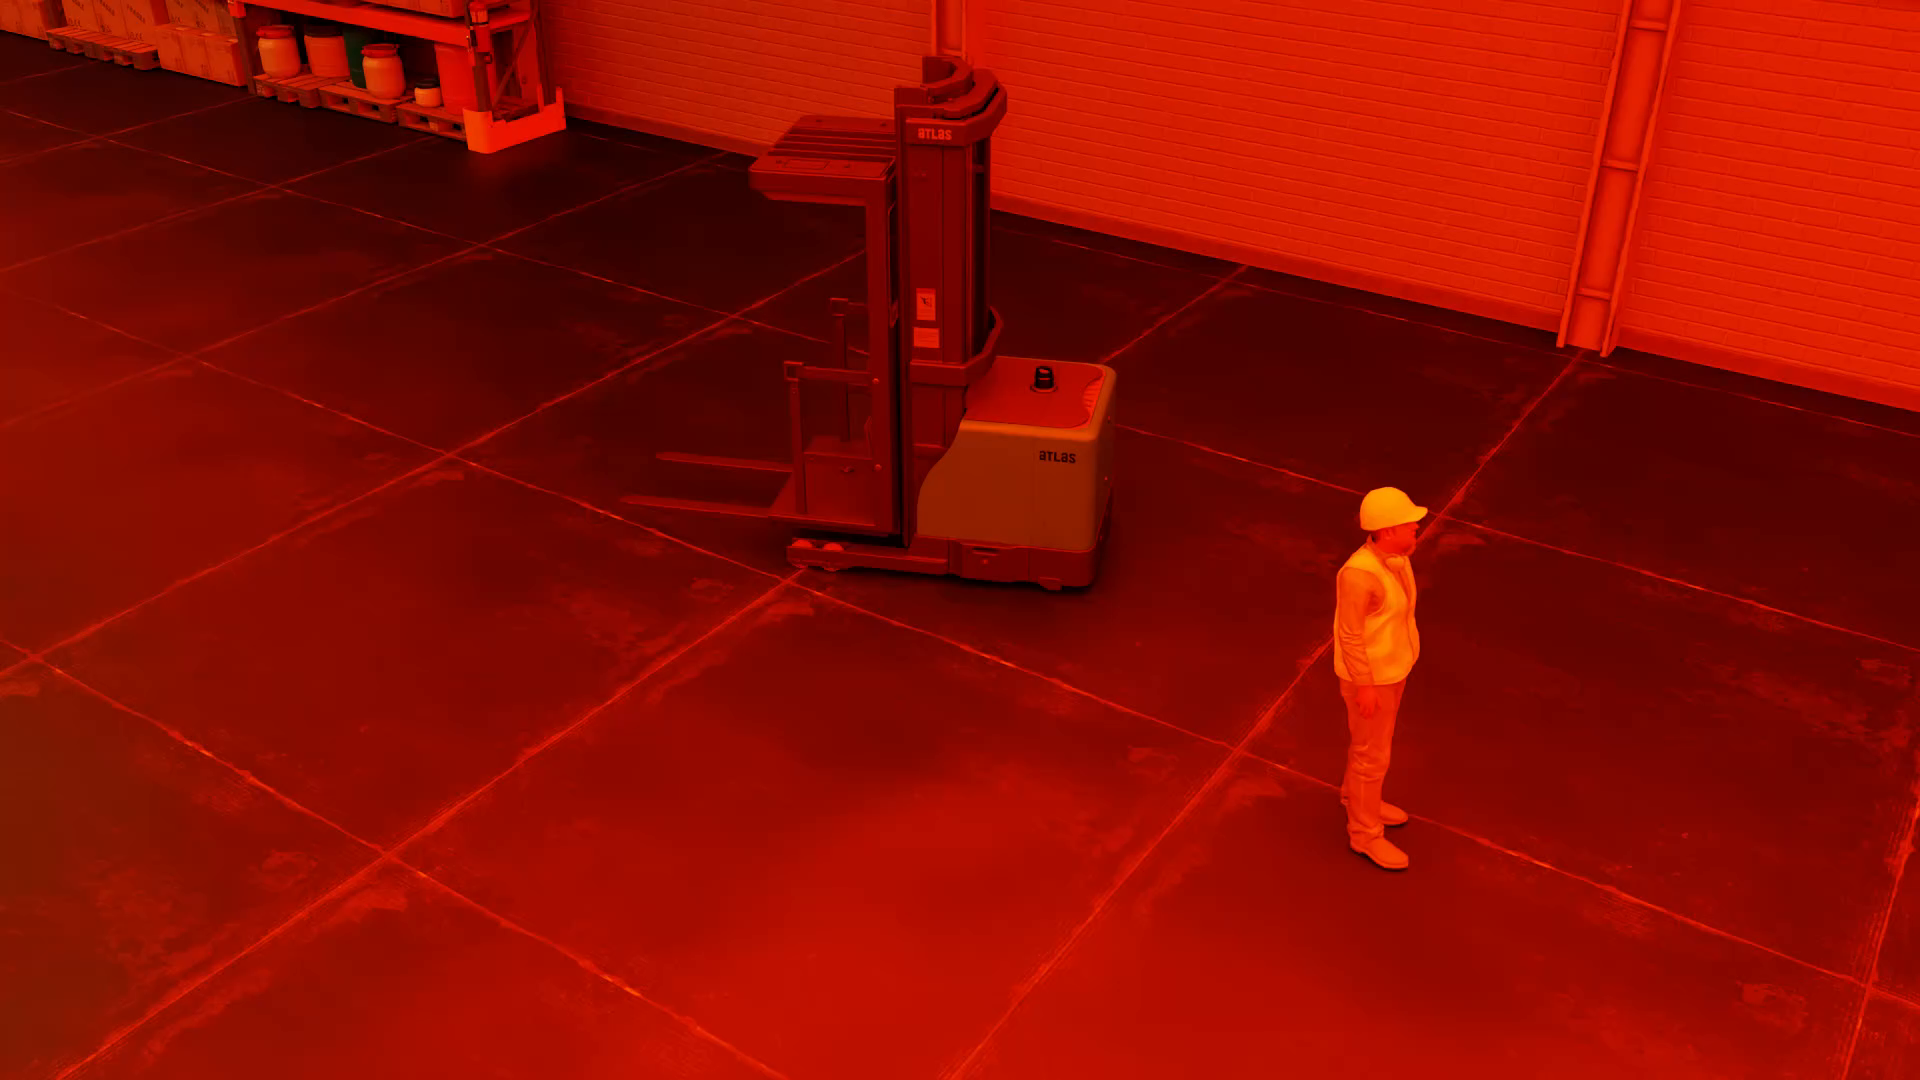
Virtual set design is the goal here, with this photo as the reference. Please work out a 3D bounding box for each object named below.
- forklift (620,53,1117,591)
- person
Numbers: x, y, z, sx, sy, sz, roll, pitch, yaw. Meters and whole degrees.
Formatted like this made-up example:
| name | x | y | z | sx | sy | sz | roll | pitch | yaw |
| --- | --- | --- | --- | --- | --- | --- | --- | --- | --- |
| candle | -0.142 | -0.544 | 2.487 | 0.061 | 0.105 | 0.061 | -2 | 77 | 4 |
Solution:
| name | x | y | z | sx | sy | sz | roll | pitch | yaw |
| --- | --- | --- | --- | --- | --- | --- | --- | --- | --- |
| forklift | -0.596 | -1.330 | 9.871 | 3.031 | 2.935 | 1.130 | 6 | 31 | 10 |
| person | 1.994 | 0.598 | 7.690 | 0.566 | 1.774 | 0.629 | 17 | 34 | 26 |
